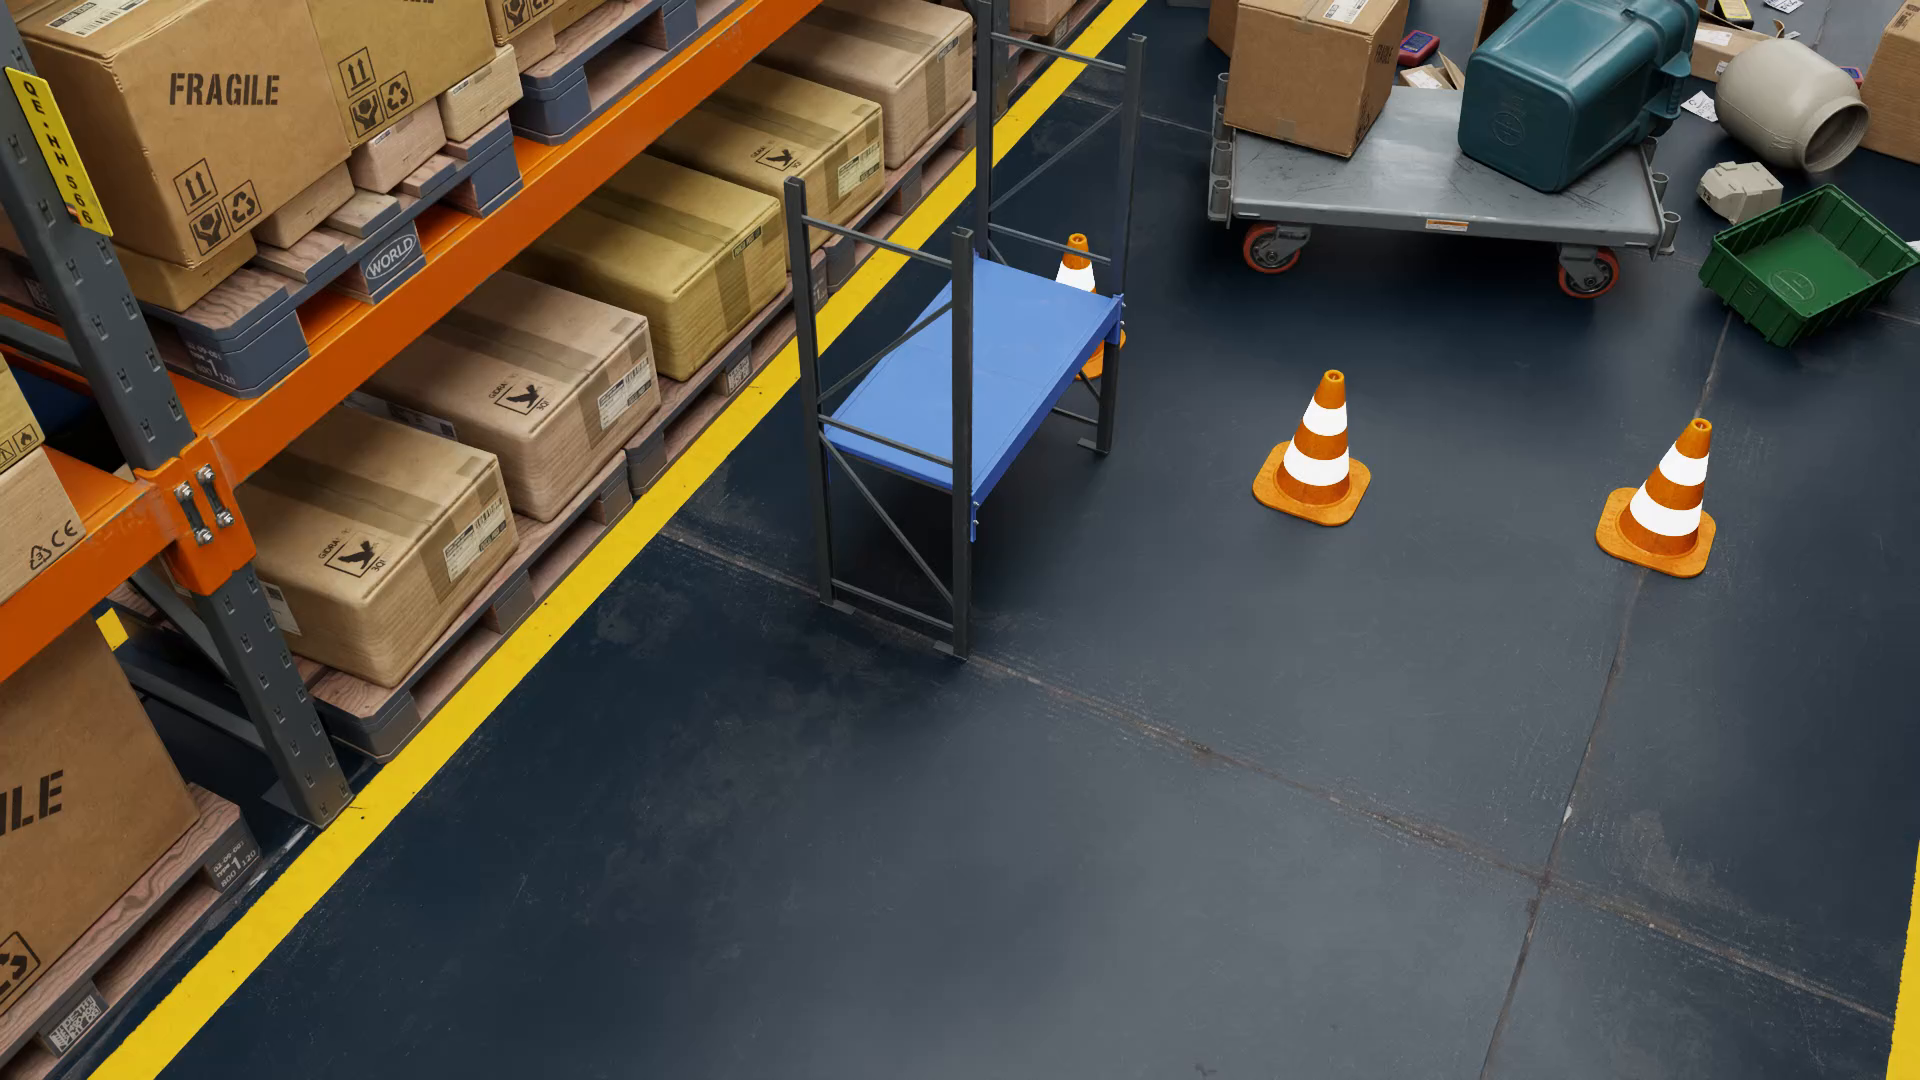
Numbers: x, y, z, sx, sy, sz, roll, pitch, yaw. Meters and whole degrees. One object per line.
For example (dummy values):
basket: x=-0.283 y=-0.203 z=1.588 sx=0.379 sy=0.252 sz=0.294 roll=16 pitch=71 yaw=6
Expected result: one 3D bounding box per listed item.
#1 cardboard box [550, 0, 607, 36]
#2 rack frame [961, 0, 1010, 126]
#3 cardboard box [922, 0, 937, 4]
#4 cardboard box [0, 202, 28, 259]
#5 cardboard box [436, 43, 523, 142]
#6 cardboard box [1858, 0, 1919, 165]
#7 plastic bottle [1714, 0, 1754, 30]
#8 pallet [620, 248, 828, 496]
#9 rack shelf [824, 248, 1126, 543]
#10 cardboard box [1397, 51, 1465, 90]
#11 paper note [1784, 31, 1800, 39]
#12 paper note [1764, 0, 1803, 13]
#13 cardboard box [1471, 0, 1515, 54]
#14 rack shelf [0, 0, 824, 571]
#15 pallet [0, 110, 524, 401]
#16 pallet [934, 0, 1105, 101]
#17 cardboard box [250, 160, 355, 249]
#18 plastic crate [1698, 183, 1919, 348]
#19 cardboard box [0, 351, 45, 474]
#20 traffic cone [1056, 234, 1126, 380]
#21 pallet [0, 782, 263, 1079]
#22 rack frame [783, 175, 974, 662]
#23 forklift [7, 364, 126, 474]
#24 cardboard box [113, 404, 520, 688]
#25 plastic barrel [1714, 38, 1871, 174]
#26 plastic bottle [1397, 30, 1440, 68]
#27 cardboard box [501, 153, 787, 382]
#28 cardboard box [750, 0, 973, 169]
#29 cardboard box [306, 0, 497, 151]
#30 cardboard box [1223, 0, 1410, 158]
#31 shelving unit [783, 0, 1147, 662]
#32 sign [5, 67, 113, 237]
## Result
cardboard box: x=-1.195 y=-1.535 z=4.540 sx=0.380 sy=0.149 sz=0.250 roll=22 pitch=49 yaw=21
rack frame: x=-0.268 y=-2.993 z=6.099 sx=1.000 sy=3.000 sz=0.127 roll=20 pitch=49 yaw=19
cardboard box: x=-0.232 y=-2.635 z=7.384 sx=0.500 sy=0.250 sz=0.500 roll=23 pitch=50 yaw=21
cardboard box: x=-2.181 y=-0.817 z=3.830 sx=0.380 sy=0.149 sz=0.250 roll=22 pitch=49 yaw=20
cardboard box: x=-1.335 y=-1.167 z=4.175 sx=0.380 sy=0.149 sz=0.250 roll=21 pitch=49 yaw=19
cardboard box: x=3.975 y=-1.861 z=6.736 sx=0.500 sy=0.500 sz=0.500 roll=29 pitch=52 yaw=25
plastic bottle: x=3.520 y=-2.369 z=7.548 sx=0.133 sy=0.061 sz=0.283 roll=5 pitch=46 yaw=5
pallet: x=-1.193 y=-0.751 z=5.843 sx=1.003 sy=0.211 sz=1.213 roll=20 pitch=49 yaw=19
rack shelf: x=0.040 y=-0.455 z=4.898 sx=0.538 sy=0.185 sz=1.000 roll=20 pitch=49 yaw=19
cardboard box: x=2.011 y=-1.837 z=6.879 sx=0.258 sy=0.266 sz=0.396 roll=-9 pitch=46 yaw=-9
paper note: x=3.730 y=-2.267 z=7.483 sx=0.123 sy=0.001 sz=0.032 roll=-24 pitch=50 yaw=-22
paper note: x=3.808 y=-2.497 z=7.698 sx=0.142 sy=0.017 sz=0.144 roll=-33 pitch=54 yaw=-28
cardboard box: x=2.589 y=-2.149 z=6.925 sx=0.797 sy=0.637 sz=0.503 roll=20 pitch=49 yaw=19
rack shelf: x=-1.197 y=-1.480 z=5.110 sx=1.077 sy=0.370 sz=4.000 roll=20 pitch=49 yaw=19
pallet: x=-1.889 y=-0.890 z=4.156 sx=1.213 sy=0.211 sz=1.003 roll=20 pitch=49 yaw=19
pallet: x=0.012 y=-2.448 z=7.521 sx=1.003 sy=0.211 sz=1.213 roll=20 pitch=49 yaw=19
cardboard box: x=-1.648 y=-0.843 z=3.856 sx=0.380 sy=0.149 sz=0.250 roll=18 pitch=48 yaw=17
plastic crate: x=3.083 y=-0.996 z=6.062 sx=0.662 sy=0.188 sz=0.450 roll=-24 pitch=60 yaw=-22
cardboard box: x=-2.125 y=-0.207 z=3.100 sx=0.500 sy=0.250 sz=0.500 roll=20 pitch=49 yaw=19
traffic cone: x=0.396 y=-0.858 z=5.773 sx=0.336 sy=0.463 sz=0.334 roll=20 pitch=49 yaw=19
pallet: x=-2.558 y=0.979 z=4.134 sx=1.003 sy=0.211 sz=1.213 roll=20 pitch=49 yaw=19
rack frame: x=-0.196 y=-0.261 z=4.453 sx=0.500 sy=1.500 sz=0.032 roll=20 pitch=49 yaw=19
forklift: x=-2.747 y=-1.971 z=5.137 sx=1.130 sy=2.935 sz=3.031 roll=21 pitch=49 yaw=20
cardboard box: x=-1.854 y=-0.050 z=4.743 sx=0.950 sy=0.372 sz=0.625 roll=17 pitch=48 yaw=16
plastic barrel: x=3.331 y=-1.738 z=6.670 sx=0.421 sy=0.421 sz=0.512 roll=-16 pitch=48 yaw=-15
plastic bottle: x=1.992 y=-2.154 z=7.336 sx=0.133 sy=0.061 sz=0.283 roll=29 pitch=52 yaw=25
cardboard box: x=-1.161 y=-0.993 z=5.675 sx=0.950 sy=0.372 sz=0.625 roll=22 pitch=49 yaw=20
cardboard box: x=-0.509 y=-1.886 z=6.557 sx=0.950 sy=0.372 sz=0.625 roll=21 pitch=49 yaw=20
cardboard box: x=-1.475 y=-1.298 z=3.850 sx=0.500 sy=0.500 sz=0.500 roll=23 pitch=50 yaw=21
cardboard box: x=1.322 y=-1.812 z=6.157 sx=0.500 sy=0.500 sz=0.500 roll=20 pitch=49 yaw=19
shelving unit: x=0.040 y=-0.581 z=4.770 sx=0.538 sy=1.500 sz=1.048 roll=20 pitch=49 yaw=19
sign: x=-1.632 y=-0.699 z=3.018 sx=0.100 sy=0.325 sz=0.005 roll=20 pitch=49 yaw=19
